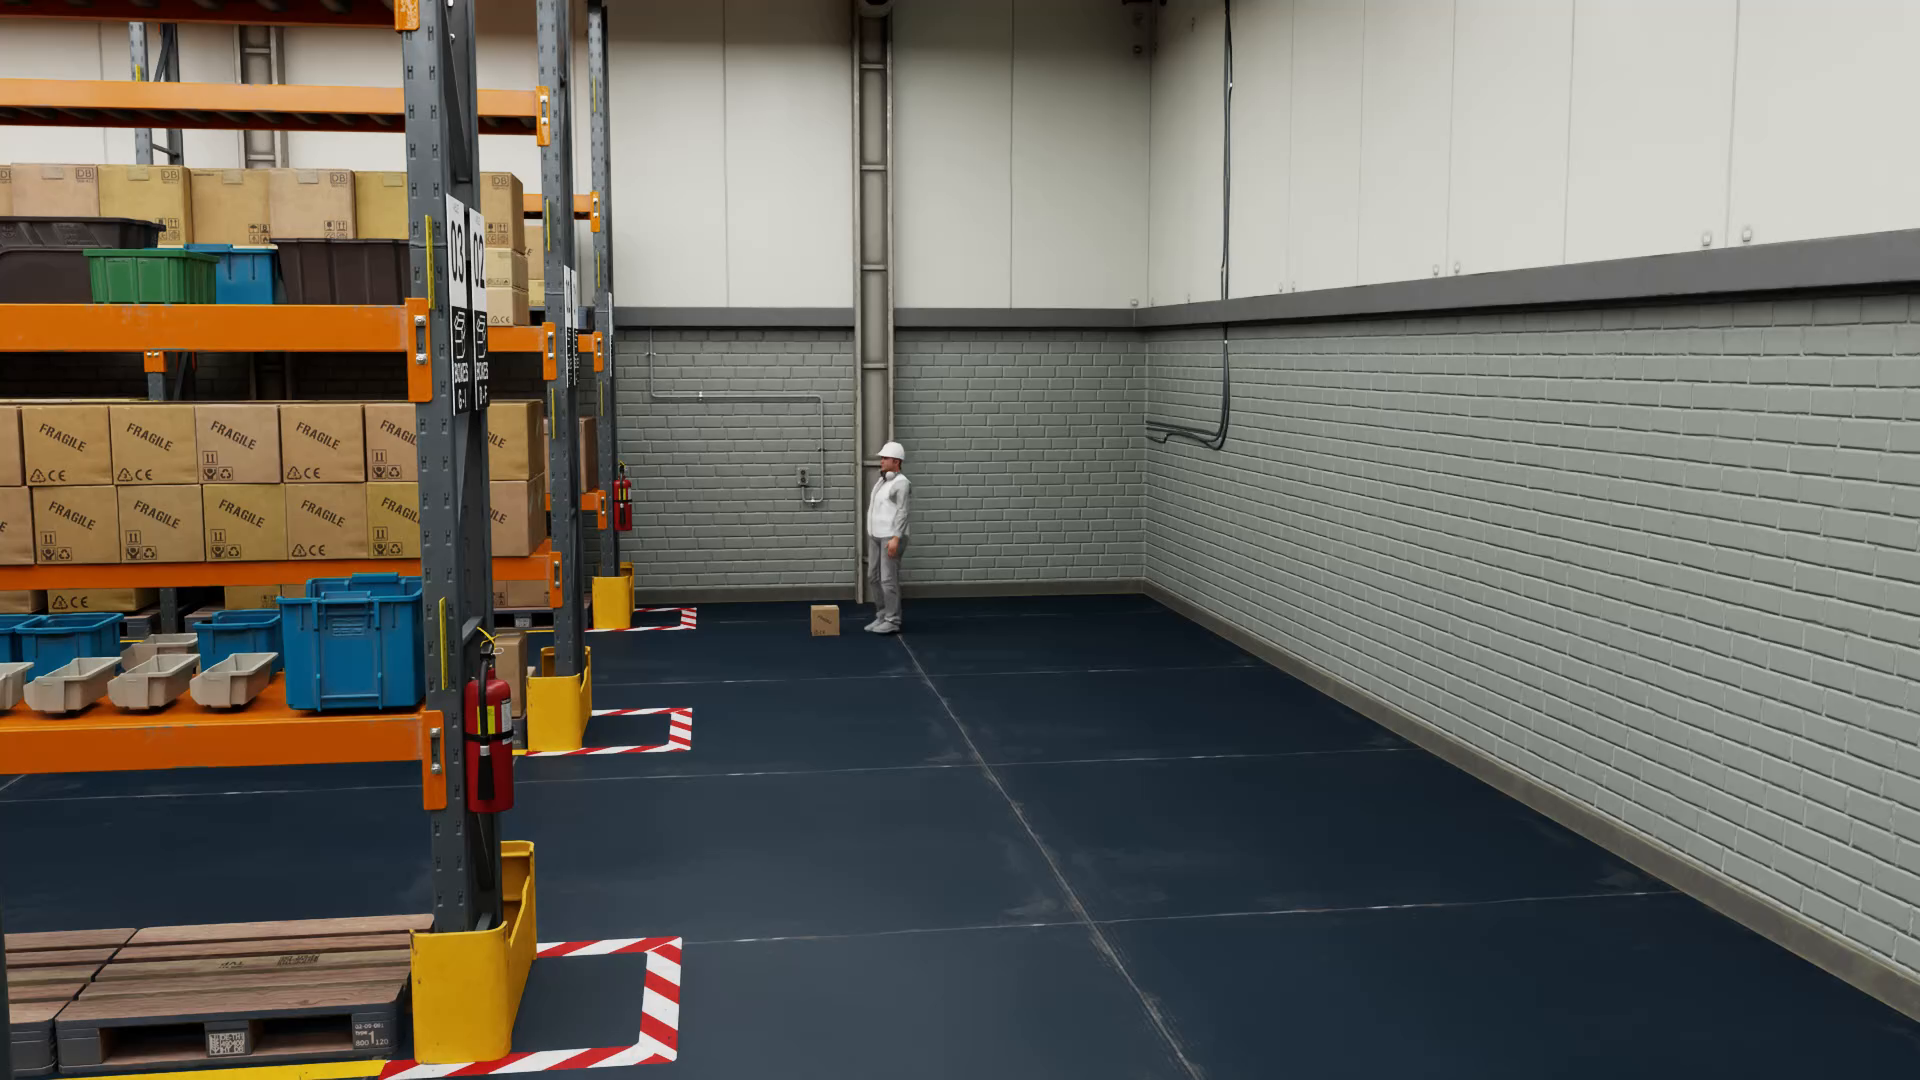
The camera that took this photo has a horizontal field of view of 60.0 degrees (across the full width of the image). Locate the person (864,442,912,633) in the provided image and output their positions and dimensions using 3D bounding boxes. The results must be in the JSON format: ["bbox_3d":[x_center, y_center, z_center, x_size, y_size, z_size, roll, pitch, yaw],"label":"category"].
[{"bbox_3d":[-0.691,-0.011,15.639,0.415,1.811,0.575,-4,7,-30],"label":"person"}]
